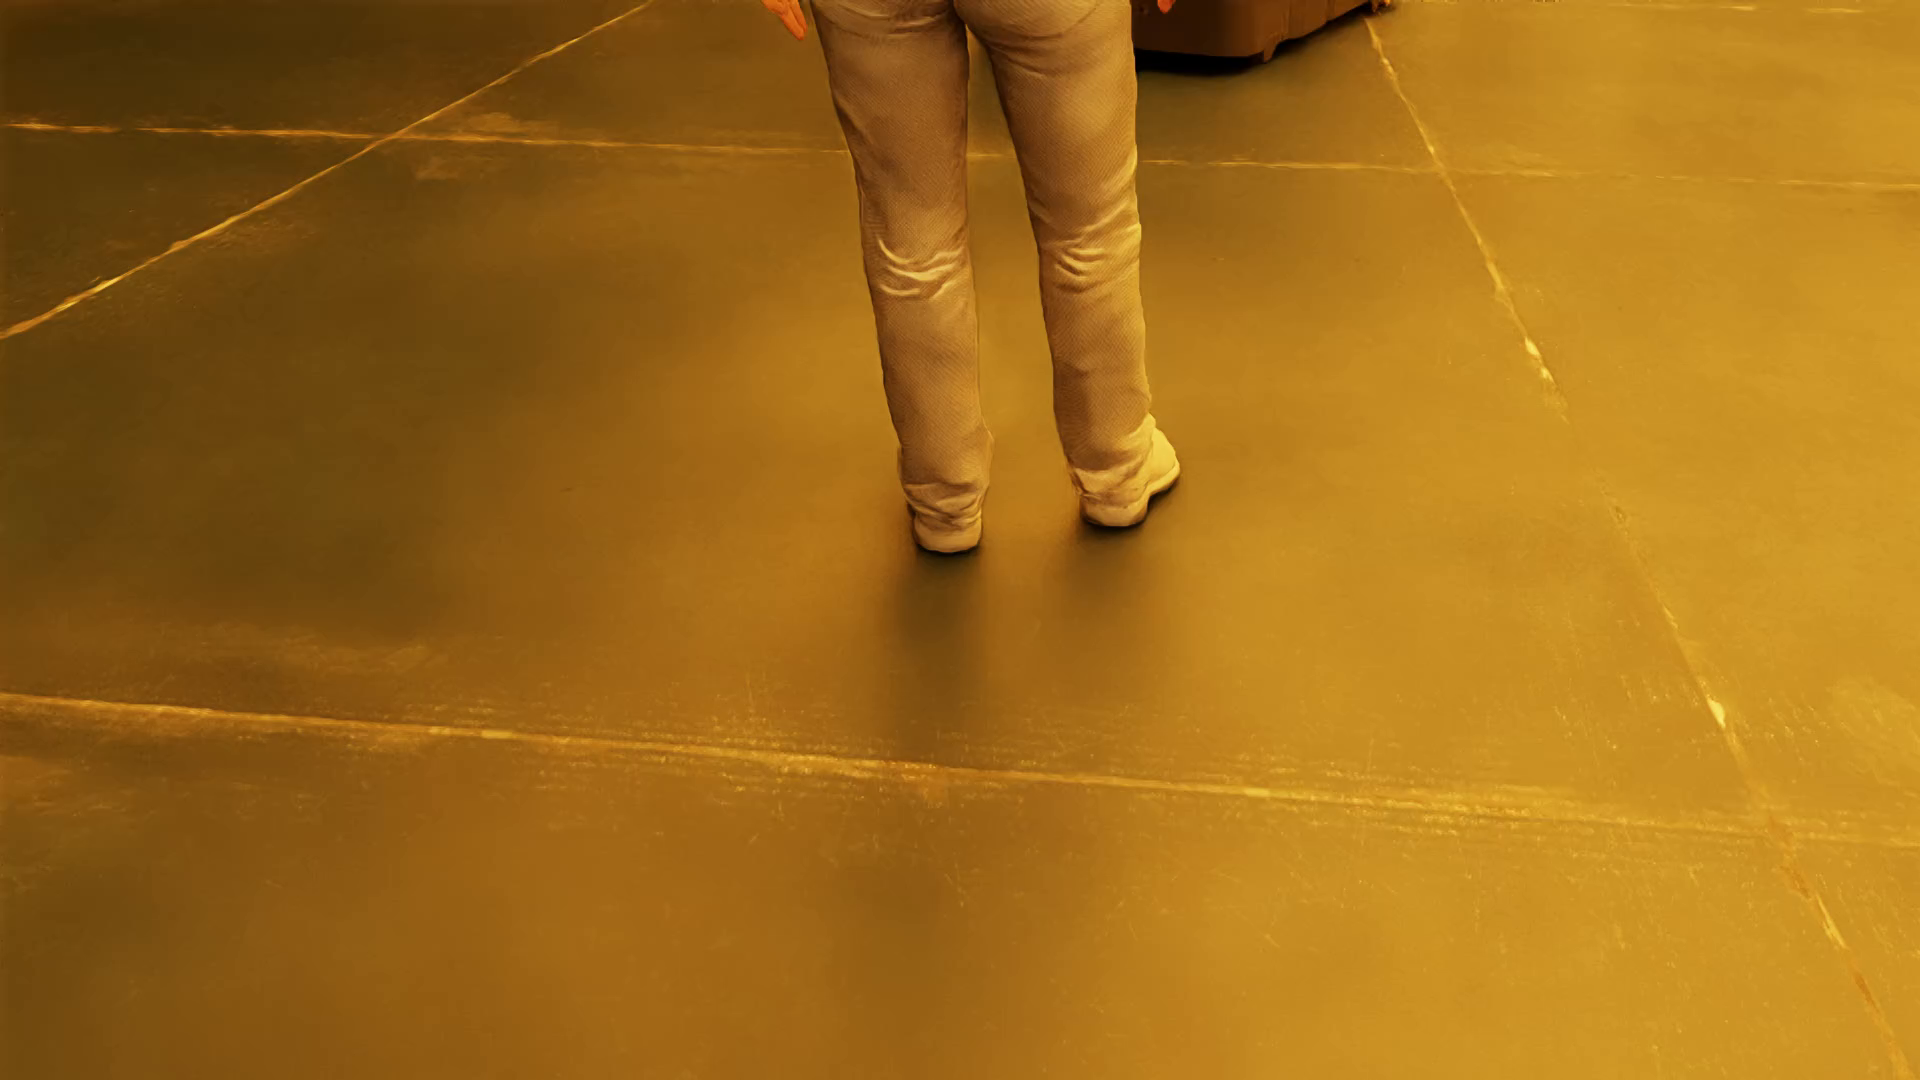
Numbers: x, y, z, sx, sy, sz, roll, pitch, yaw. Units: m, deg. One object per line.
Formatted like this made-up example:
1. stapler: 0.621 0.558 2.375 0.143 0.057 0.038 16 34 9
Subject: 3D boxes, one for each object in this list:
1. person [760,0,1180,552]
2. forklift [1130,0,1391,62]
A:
1. person: 0.016 -0.827 2.155 0.632 1.773 0.567 3 27 7
2. forklift: 1.196 -3.563 6.360 1.130 2.935 3.031 13 29 24
